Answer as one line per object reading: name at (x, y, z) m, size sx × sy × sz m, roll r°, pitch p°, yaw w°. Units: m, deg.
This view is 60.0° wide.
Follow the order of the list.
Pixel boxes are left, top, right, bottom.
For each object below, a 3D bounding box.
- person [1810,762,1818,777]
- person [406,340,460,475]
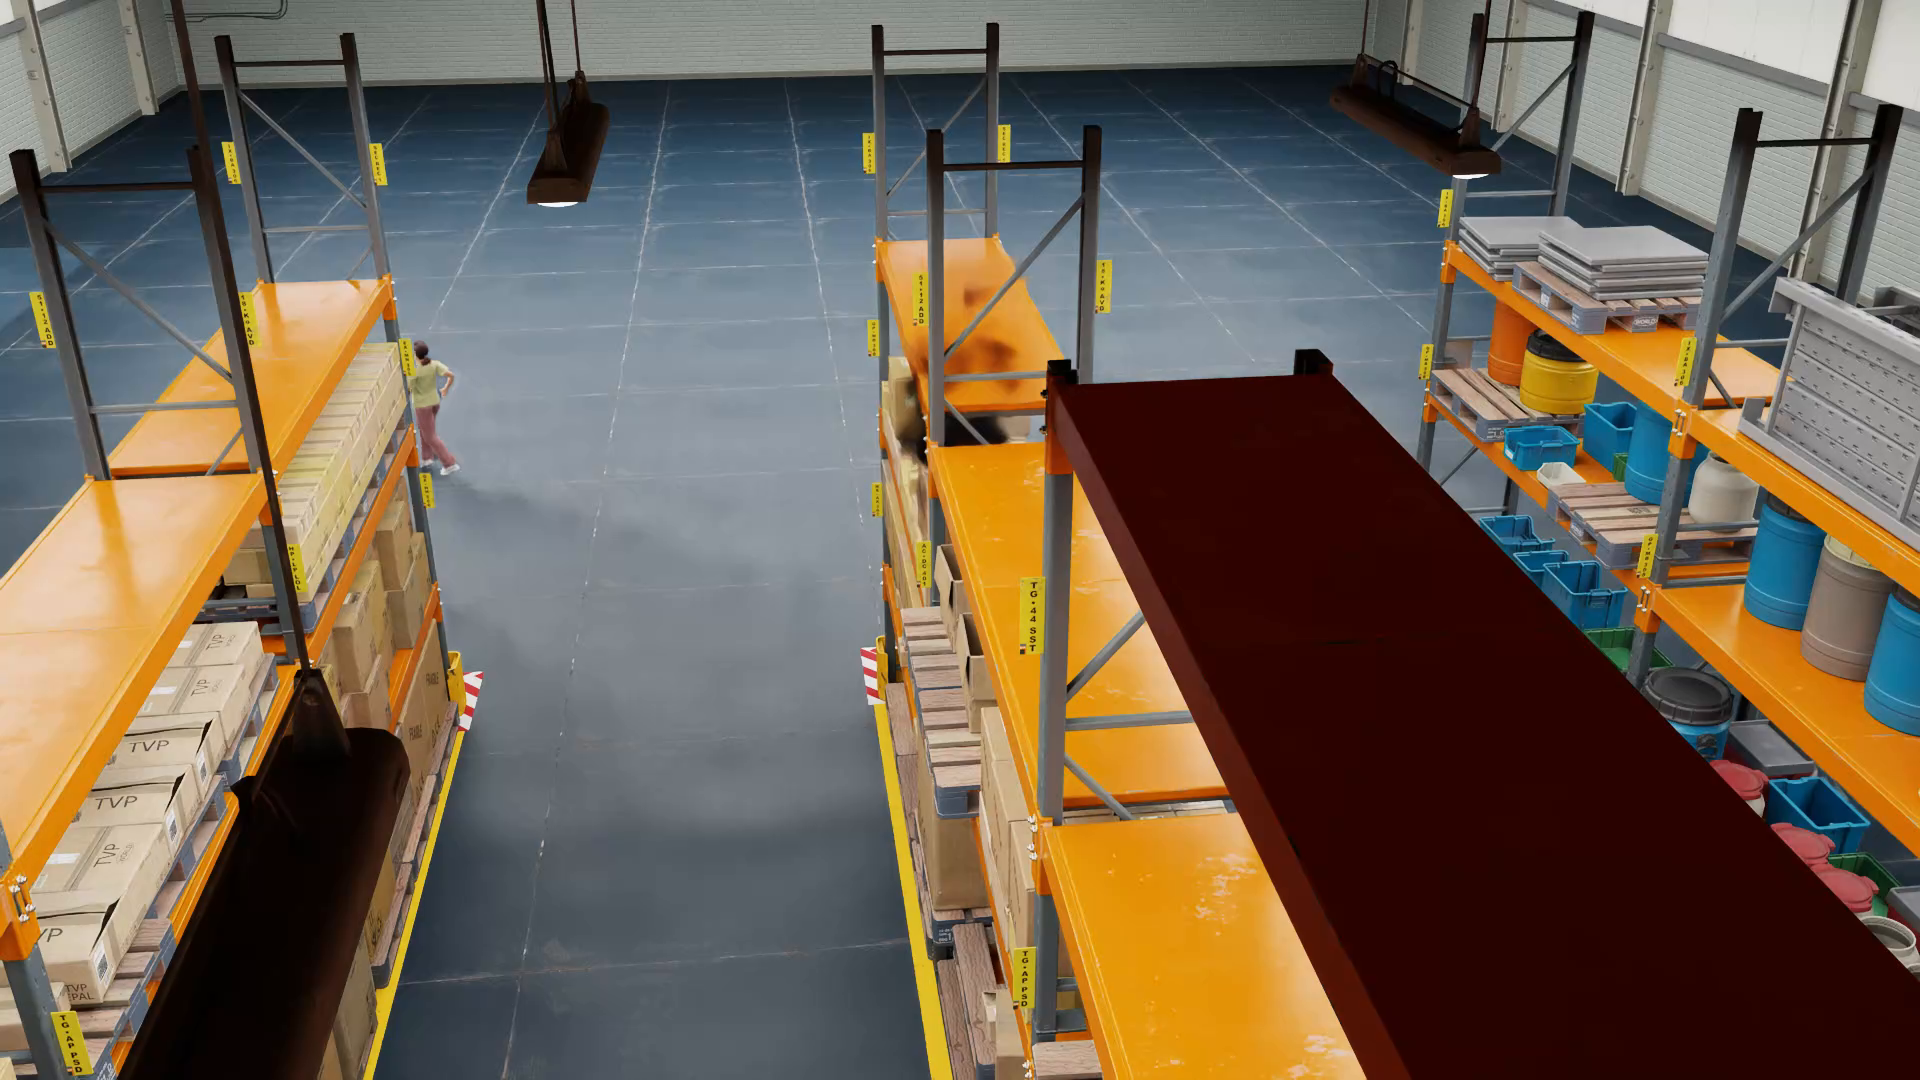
person at (6.898, 1.491, 13.426) m, size 0.583 × 1.647 × 0.700 m, roll -11°, pitch 28°, yaw -21°
person at (-6.341, -1.558, 19.802) m, size 0.875 × 1.697 × 0.560 m, roll 13°, pitch 29°, yaw 26°
